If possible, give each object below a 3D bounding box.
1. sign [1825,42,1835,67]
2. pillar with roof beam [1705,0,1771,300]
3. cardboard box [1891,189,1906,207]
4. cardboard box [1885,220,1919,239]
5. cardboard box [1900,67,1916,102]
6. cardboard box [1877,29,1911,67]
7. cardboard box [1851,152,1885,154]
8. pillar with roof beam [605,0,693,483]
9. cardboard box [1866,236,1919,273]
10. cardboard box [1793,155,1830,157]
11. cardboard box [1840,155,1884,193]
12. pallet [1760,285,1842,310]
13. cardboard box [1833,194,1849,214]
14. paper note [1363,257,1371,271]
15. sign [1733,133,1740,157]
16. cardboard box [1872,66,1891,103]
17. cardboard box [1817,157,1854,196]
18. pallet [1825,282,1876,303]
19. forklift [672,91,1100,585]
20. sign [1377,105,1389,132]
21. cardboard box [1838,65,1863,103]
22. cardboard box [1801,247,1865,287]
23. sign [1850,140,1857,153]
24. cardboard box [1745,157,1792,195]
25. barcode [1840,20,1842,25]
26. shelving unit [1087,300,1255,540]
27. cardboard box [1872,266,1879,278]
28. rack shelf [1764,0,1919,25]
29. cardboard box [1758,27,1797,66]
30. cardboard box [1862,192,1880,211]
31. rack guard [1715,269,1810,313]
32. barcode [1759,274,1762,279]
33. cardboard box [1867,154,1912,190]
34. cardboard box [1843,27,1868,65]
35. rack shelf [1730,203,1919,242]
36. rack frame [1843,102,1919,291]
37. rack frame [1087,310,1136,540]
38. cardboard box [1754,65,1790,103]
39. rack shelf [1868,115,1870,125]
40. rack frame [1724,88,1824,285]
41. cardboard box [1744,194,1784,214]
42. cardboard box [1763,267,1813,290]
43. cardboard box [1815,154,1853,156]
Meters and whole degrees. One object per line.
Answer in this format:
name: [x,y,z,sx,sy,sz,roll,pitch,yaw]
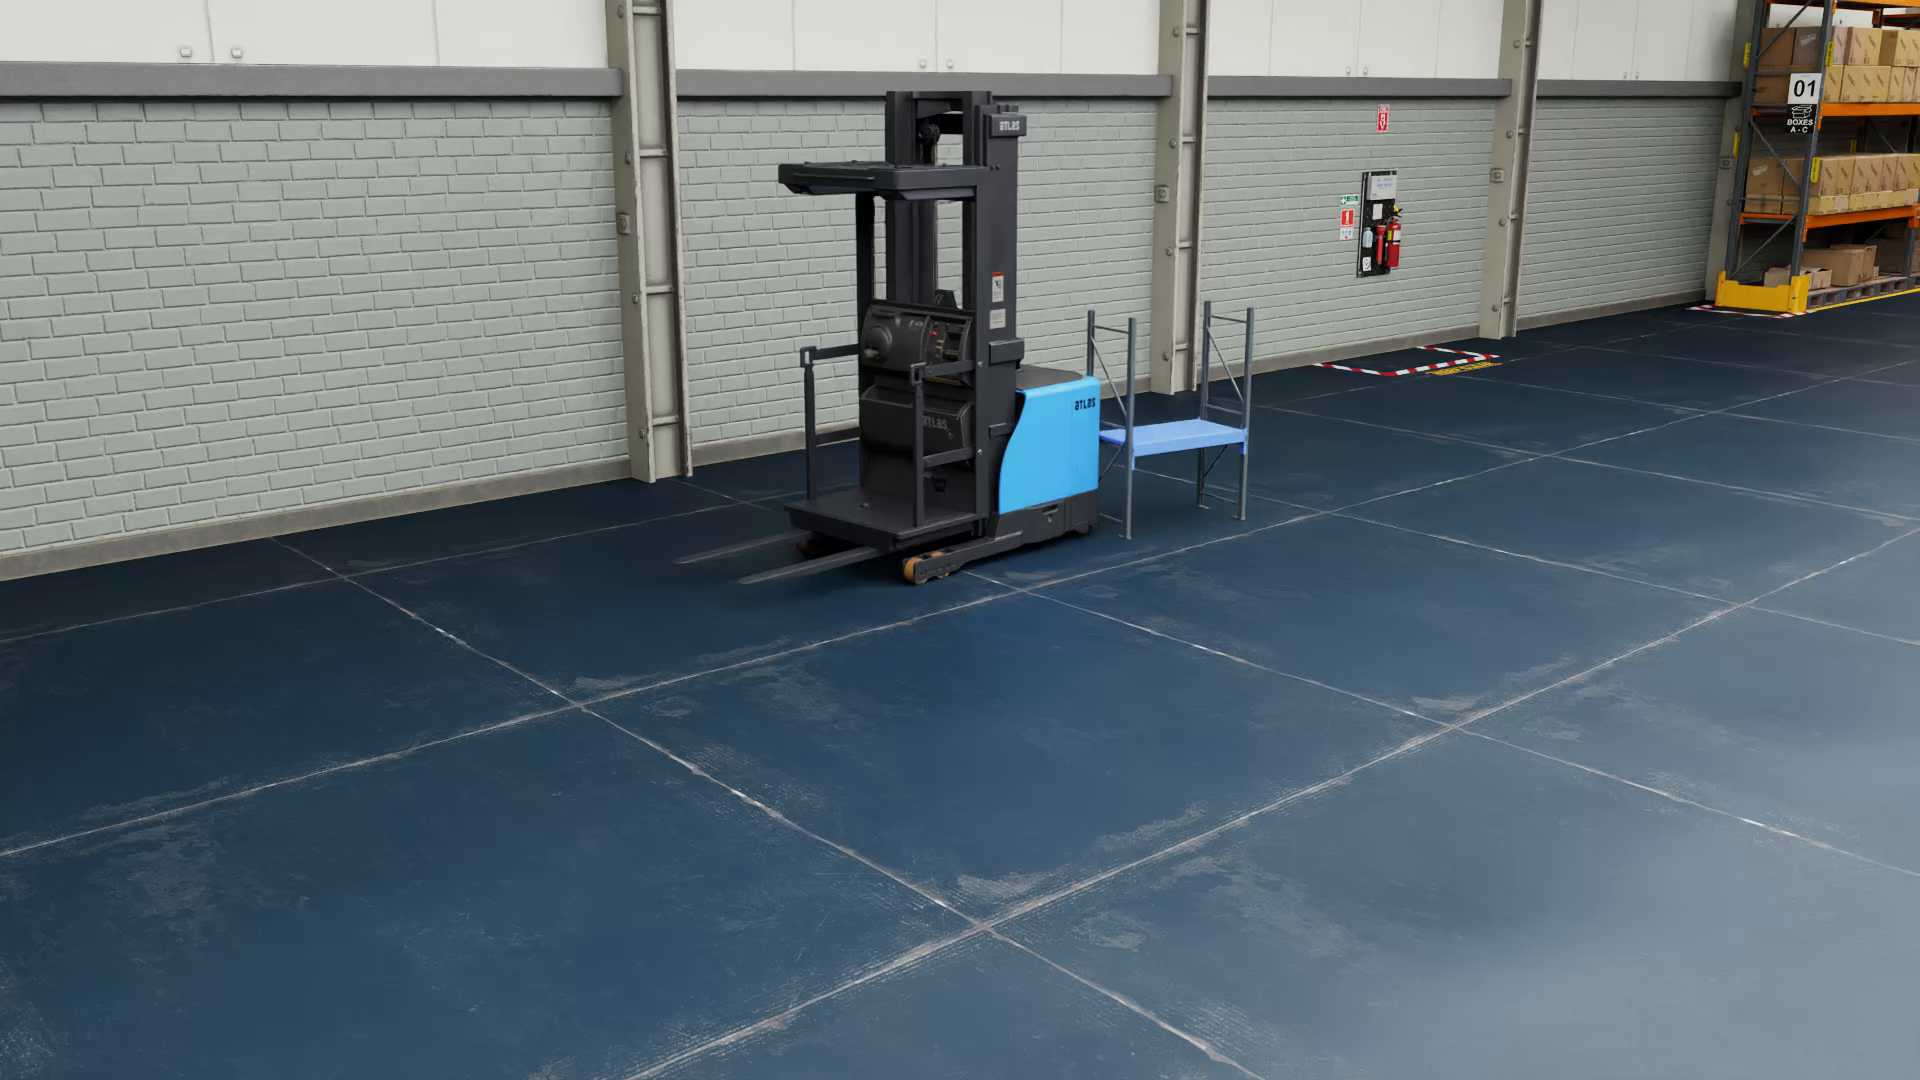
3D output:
sign: [11.614,-6.484,22.205,0.005,0.325,0.100,-13,19,-39]
pillar with roof beam: [14.043,-7.065,20.262,0.400,9.000,9.100,-13,19,-39]
cardboard box: [13.735,-5.111,24.822,0.500,0.250,0.500,-13,19,-39]
cardboard box: [15.149,-4.966,26.566,0.500,0.250,0.500,-13,20,-41]
cardboard box: [13.666,-6.686,24.422,0.500,0.500,0.500,14,20,42]
cardboard box: [13.281,-7.063,23.896,0.500,0.500,0.500,-14,20,-41]
cardboard box: [13.783,-5.656,25.411,0.500,0.500,0.500,-13,20,-41]
pillar with roof beam: [0.465,-4.016,8.847,0.400,9.000,9.100,-13,19,-39]
cardboard box: [14.819,-4.528,26.381,0.500,0.500,0.700,-12,19,-38]
cardboard box: [12.247,-5.310,24.117,0.500,0.500,0.500,-13,20,-41]
cardboard box: [12.970,-5.298,24.069,0.500,0.500,0.500,-12,19,-38]
pallet: [11.951,-3.514,23.997,1.213,0.211,1.003,-13,19,-39]
cardboard box: [12.216,-4.767,23.534,0.500,0.250,0.500,-13,20,-41]
paper note: [4.623,-3.135,18.881,0.142,0.148,0.016,-13,19,-39]
sign: [10.908,-5.541,23.327,0.005,0.325,0.100,-13,19,-39]
cardboard box: [12.881,-6.501,23.729,0.500,0.500,0.500,-11,19,-36]
cardboard box: [12.194,-5.121,23.410,0.500,0.500,0.500,-13,19,-39]
pallet: [12.871,-3.720,24.767,1.213,0.211,1.003,-13,19,-39]
forklift: [-0.425,-1.290,10.400,1.130,2.935,3.031,14,20,42]
sign: [4.730,-4.715,18.598,0.199,0.298,0.001,-13,19,-39]
cardboard box: [12.102,-6.317,23.042,0.500,0.500,0.500,-11,19,-36]
cardboard box: [12.855,-4.034,24.529,0.500,0.500,0.700,-14,21,-43]
sign: [13.908,-6.062,25.889,0.005,0.325,0.100,-13,19,-39]
cardboard box: [11.473,-5.139,23.474,0.500,0.500,0.500,-13,20,-40]
barcode: [12.944,-7.611,24.436,0.075,0.075,0.001,-13,19,-39]
shelving unit: [1.443,-0.852,11.533,1.048,1.500,0.538,-9,17,-30]
cardboard box: [13.891,-4.143,25.584,0.380,0.166,0.250,13,20,40]
rack shelf: [12.766,-7.606,23.687,4.000,0.370,1.077,-13,19,-39]
cardboard box: [11.411,-6.832,23.032,0.500,0.500,0.500,-12,19,-37]
cardboard box: [12.987,-4.937,24.172,0.500,0.250,0.500,-12,19,-39]
rack guard: [11.315,-3.523,23.471,0.348,0.500,1.175,-13,19,-39]
barcode: [11.589,-3.816,24.065,0.075,0.075,0.001,-13,19,-39]
cardboard box: [13.748,-5.469,24.711,0.500,0.500,0.500,-13,20,-40]
cardboard box: [12.119,-6.801,22.917,0.500,0.500,0.500,-13,20,-40]
rack shelf: [12.766,-4.709,24.461,4.000,0.370,1.077,-13,19,-39]
rack frame: [14.275,-5.395,25.637,0.127,3.000,1.000,-13,19,-39]
rack frame: [1.010,-0.783,11.275,0.032,1.500,0.500,-9,17,-30]
cardboard box: [11.406,-6.345,23.146,0.500,0.500,0.500,-11,18,-35]
rack shelf: [15.784,-6.836,26.611,4.000,0.370,1.077,-13,19,-39]
rack frame: [11.257,-4.718,23.100,0.127,3.000,1.000,-13,19,-39]
cardboard box: [11.483,-4.772,23.554,0.500,0.250,0.500,-12,19,-39]
cardboard box: [11.838,-3.731,23.763,0.500,0.311,0.500,13,20,41]
cardboard box: [13.011,-5.486,24.773,0.500,0.500,0.500,-12,19,-38]
